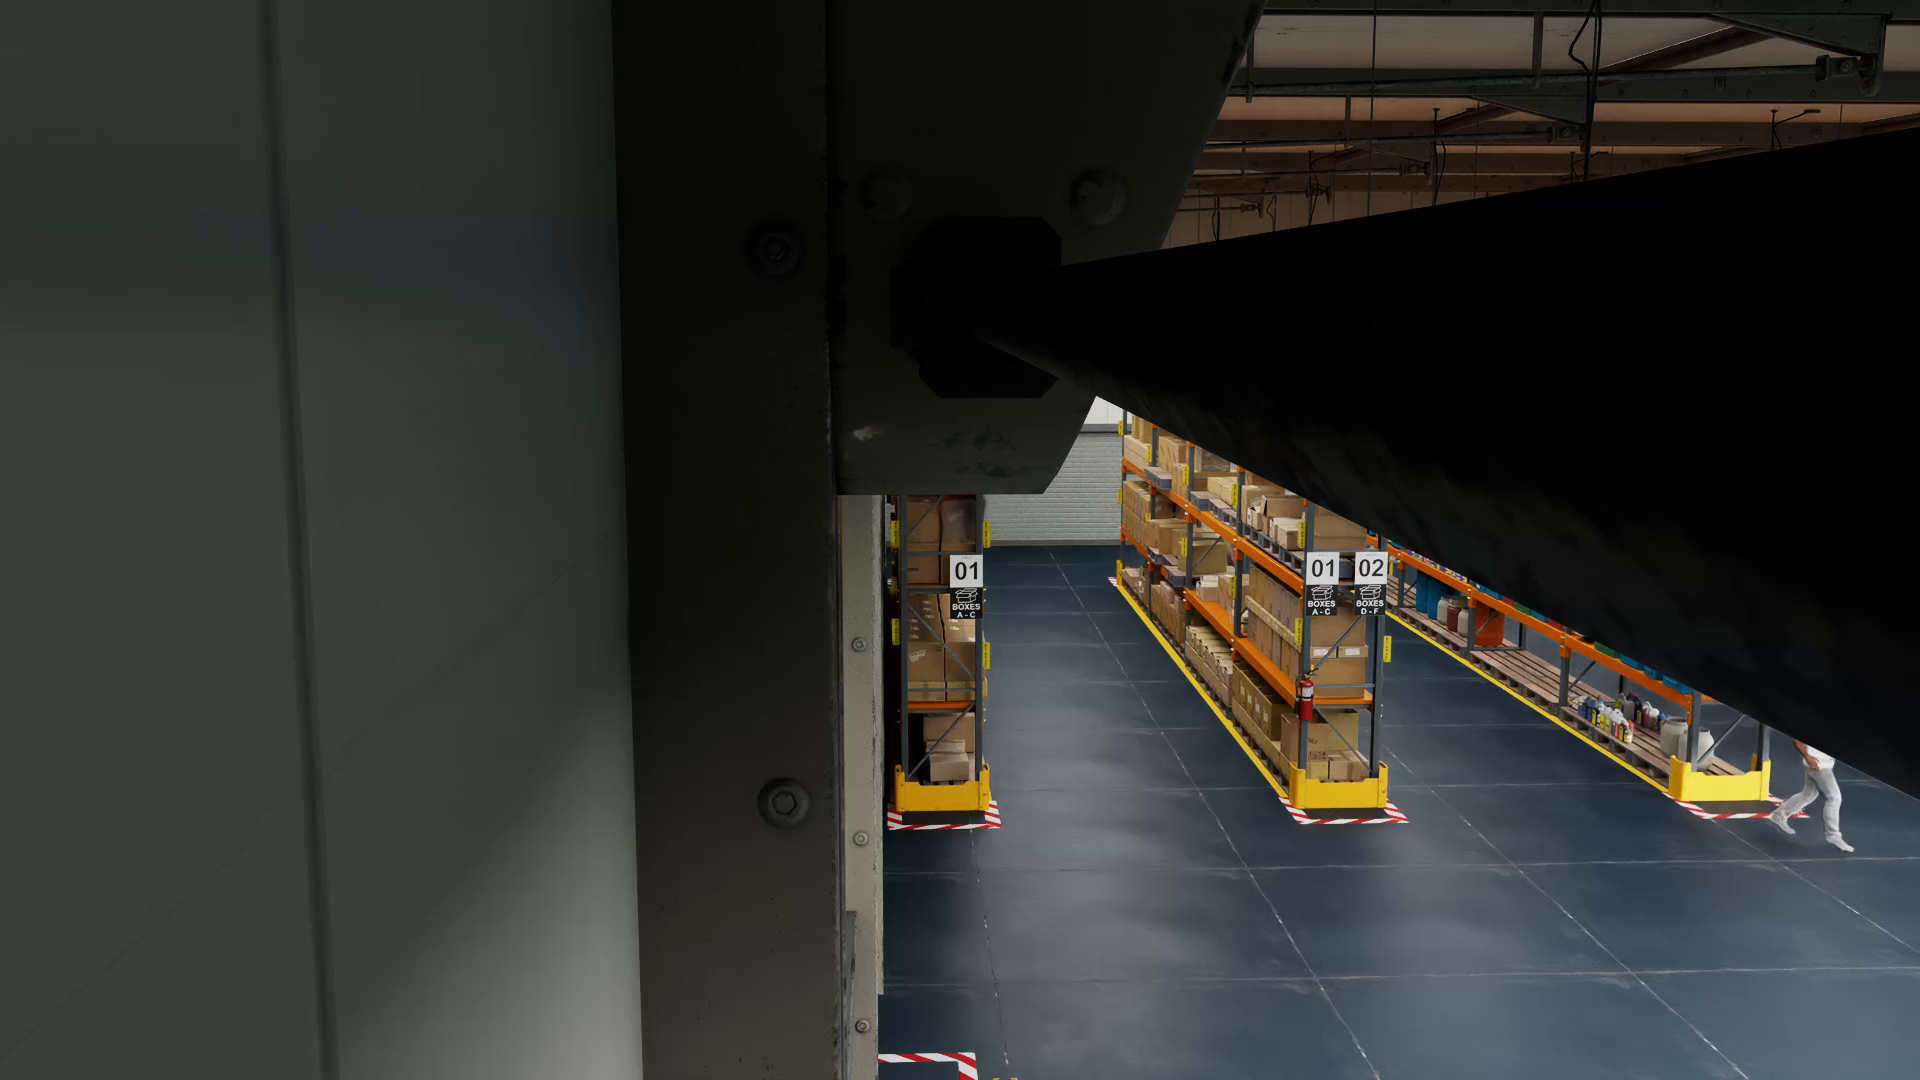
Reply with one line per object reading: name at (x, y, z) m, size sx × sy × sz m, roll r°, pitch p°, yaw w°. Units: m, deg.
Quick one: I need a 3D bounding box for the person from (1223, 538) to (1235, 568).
person at (5.875, 0.178, 36.220) m, size 0.635 × 1.622 × 0.930 m, roll -4°, pitch 9°, yaw -23°

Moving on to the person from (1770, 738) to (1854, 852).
person at (9.922, 2.621, 19.235) m, size 0.884 × 1.785 × 0.705 m, roll 5°, pitch 10°, yaw 31°

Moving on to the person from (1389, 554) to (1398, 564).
person at (10.373, -0.308, 39.195) m, size 0.561 × 1.736 × 0.662 m, roll 2°, pitch 9°, yaw 11°
